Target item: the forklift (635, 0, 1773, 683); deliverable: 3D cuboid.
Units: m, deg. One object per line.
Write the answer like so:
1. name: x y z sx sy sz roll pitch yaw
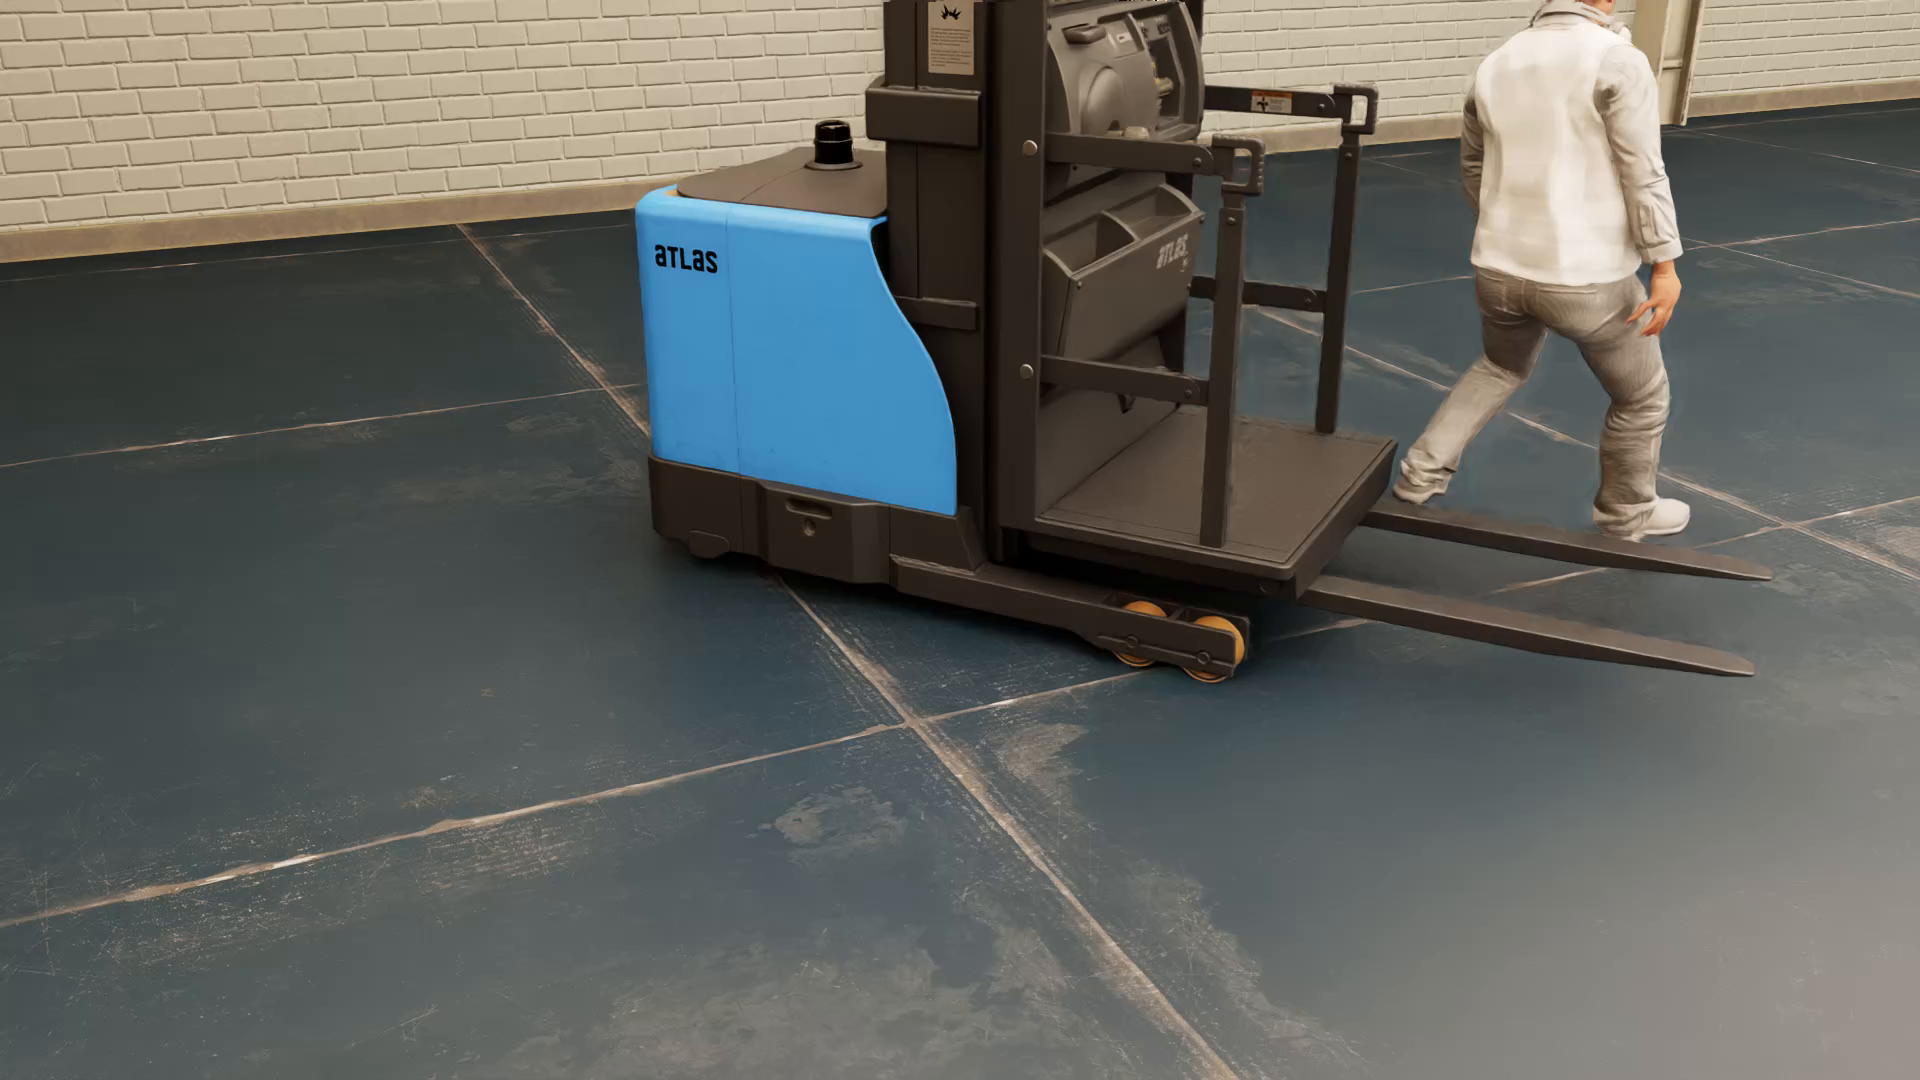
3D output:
1. forklift: 0.622 -1.223 4.230 3.031 2.935 1.130 11 25 25

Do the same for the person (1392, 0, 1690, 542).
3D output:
1. person: 1.696 -0.793 4.504 0.762 1.697 0.748 -15 27 -32
